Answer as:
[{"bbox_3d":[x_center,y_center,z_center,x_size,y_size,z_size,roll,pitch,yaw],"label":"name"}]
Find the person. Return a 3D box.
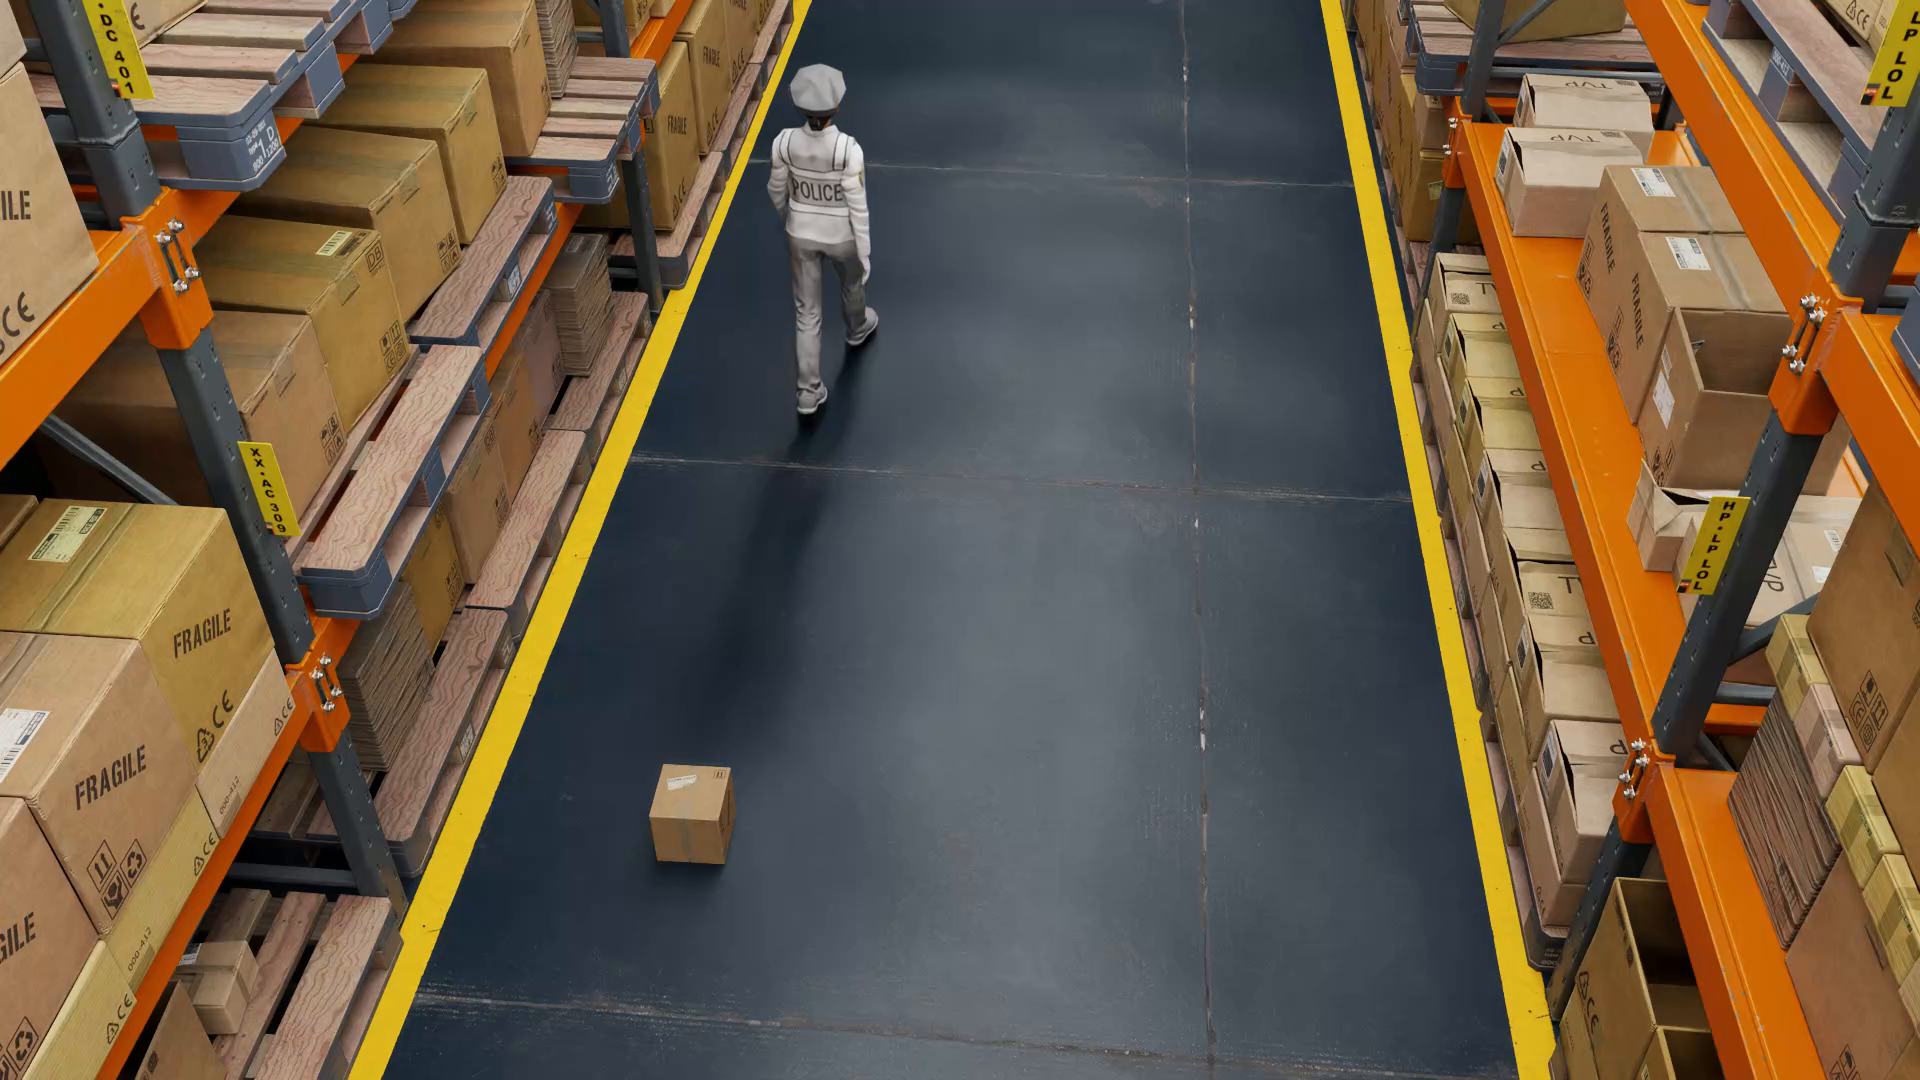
[{"bbox_3d":[-0.649,-1.488,7.881,0.508,1.634,0.999,5,41,5],"label":"person"}]
